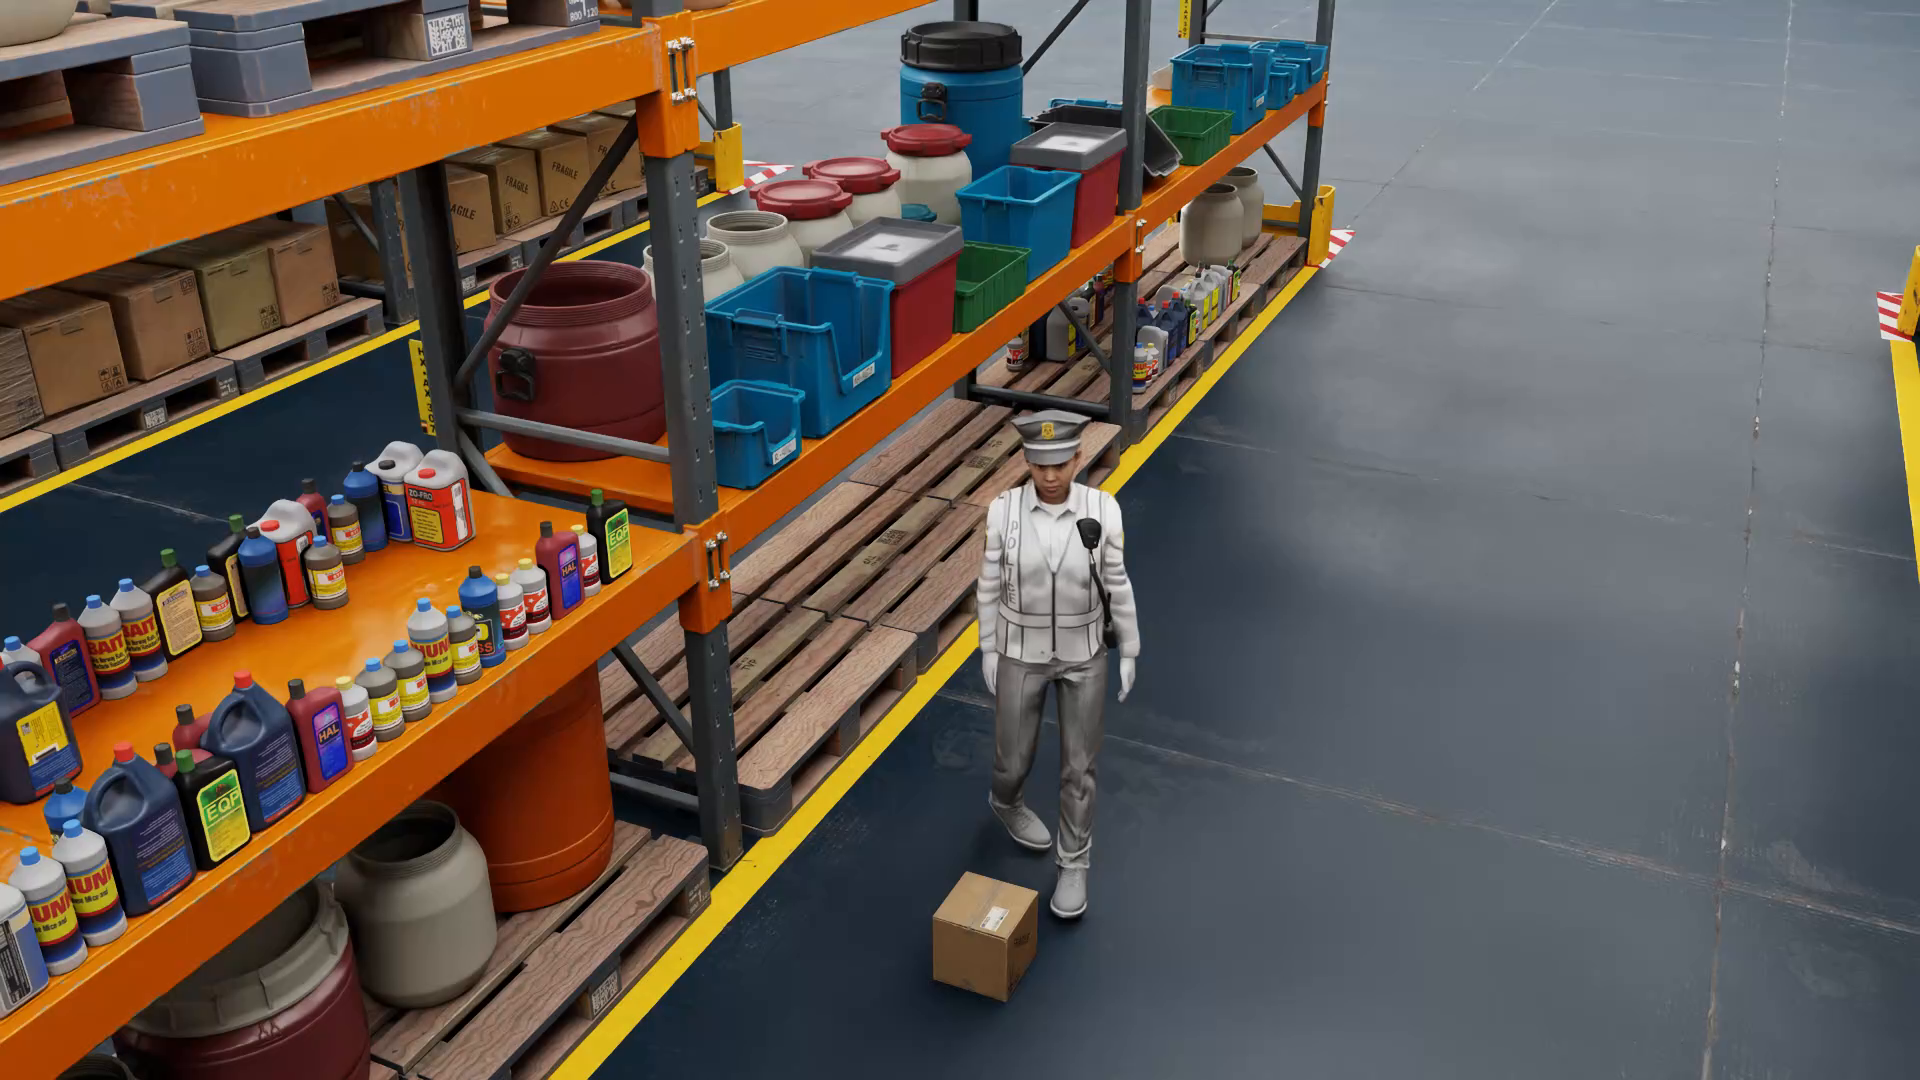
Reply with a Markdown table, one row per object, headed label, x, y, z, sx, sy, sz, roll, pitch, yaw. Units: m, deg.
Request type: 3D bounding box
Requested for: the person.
| label | x | y | z | sx | sy | sz | roll | pitch | yaw |
| --- | --- | --- | --- | --- | --- | --- | --- | --- | --- |
| person | 0.322 | 0.390 | 5.283 | 0.529 | 1.673 | 0.540 | 2 | 26 | 4 |
